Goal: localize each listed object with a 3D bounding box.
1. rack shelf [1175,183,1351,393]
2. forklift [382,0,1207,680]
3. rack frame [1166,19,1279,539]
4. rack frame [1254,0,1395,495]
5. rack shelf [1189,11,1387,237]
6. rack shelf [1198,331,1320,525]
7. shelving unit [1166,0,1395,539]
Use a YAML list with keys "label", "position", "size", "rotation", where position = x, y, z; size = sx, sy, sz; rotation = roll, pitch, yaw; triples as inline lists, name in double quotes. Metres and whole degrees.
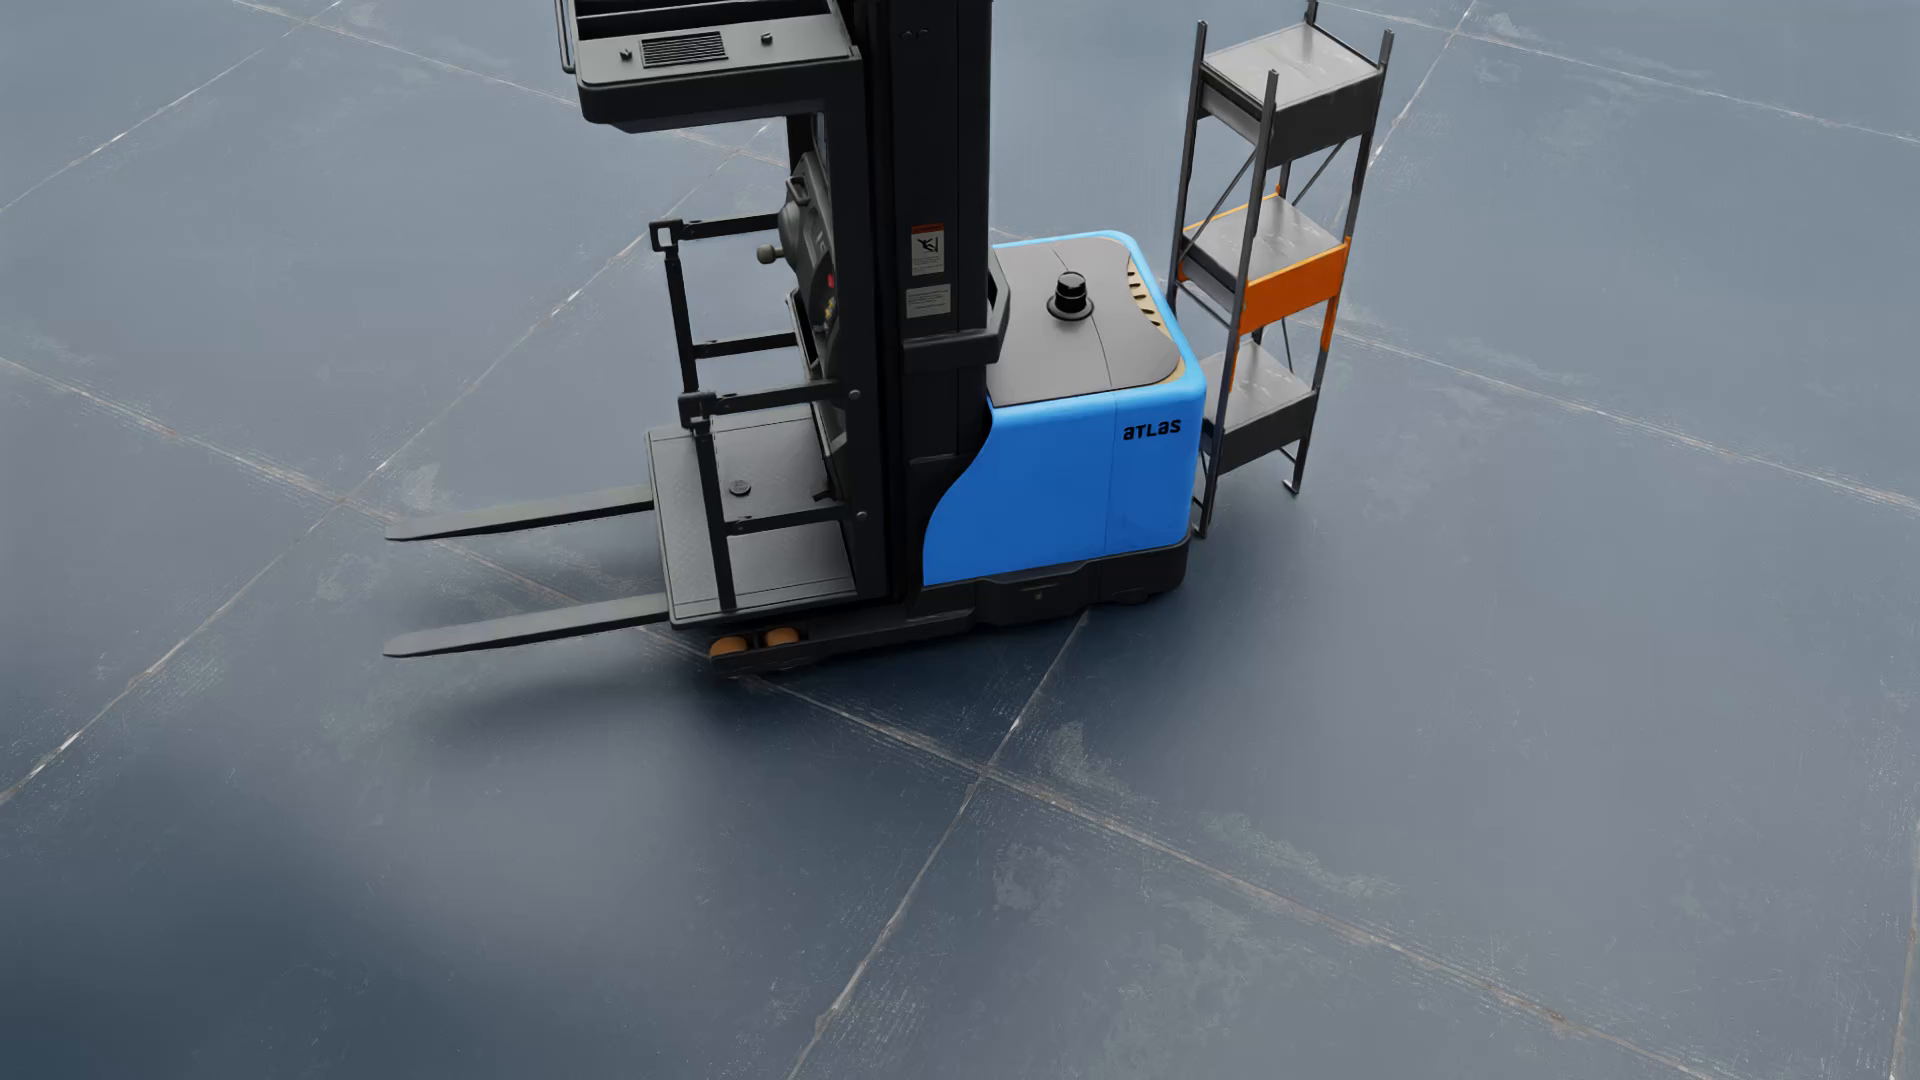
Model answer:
- label: "rack shelf"
  position: [1.100, -0.945, 6.224]
  size: [0.480, 0.518, 0.431]
  rotation: [-24, 50, -22]
- label: "forklift"
  position: [-0.688, -0.925, 5.603]
  size: [3.031, 2.935, 1.130]
  rotation: [-9, 46, -9]
- label: "rack frame"
  position: [0.894, -0.862, 6.123]
  size: [0.015, 2.100, 0.400]
  rotation: [-24, 50, -22]
- label: "rack frame"
  position: [1.307, -1.046, 6.305]
  size: [0.015, 2.100, 0.400]
  rotation: [-24, 50, -22]
- label: "rack shelf"
  position: [1.103, -1.434, 5.723]
  size: [0.480, 0.518, 0.431]
  rotation: [-24, 50, -22]
- label: "rack shelf"
  position: [1.097, -0.456, 6.725]
  size: [0.480, 0.518, 0.431]
  rotation: [-24, 50, -22]
- label: "shelving unit"
  position: [1.100, -0.954, 6.214]
  size: [0.503, 2.100, 0.431]
  rotation: [-24, 50, -22]
